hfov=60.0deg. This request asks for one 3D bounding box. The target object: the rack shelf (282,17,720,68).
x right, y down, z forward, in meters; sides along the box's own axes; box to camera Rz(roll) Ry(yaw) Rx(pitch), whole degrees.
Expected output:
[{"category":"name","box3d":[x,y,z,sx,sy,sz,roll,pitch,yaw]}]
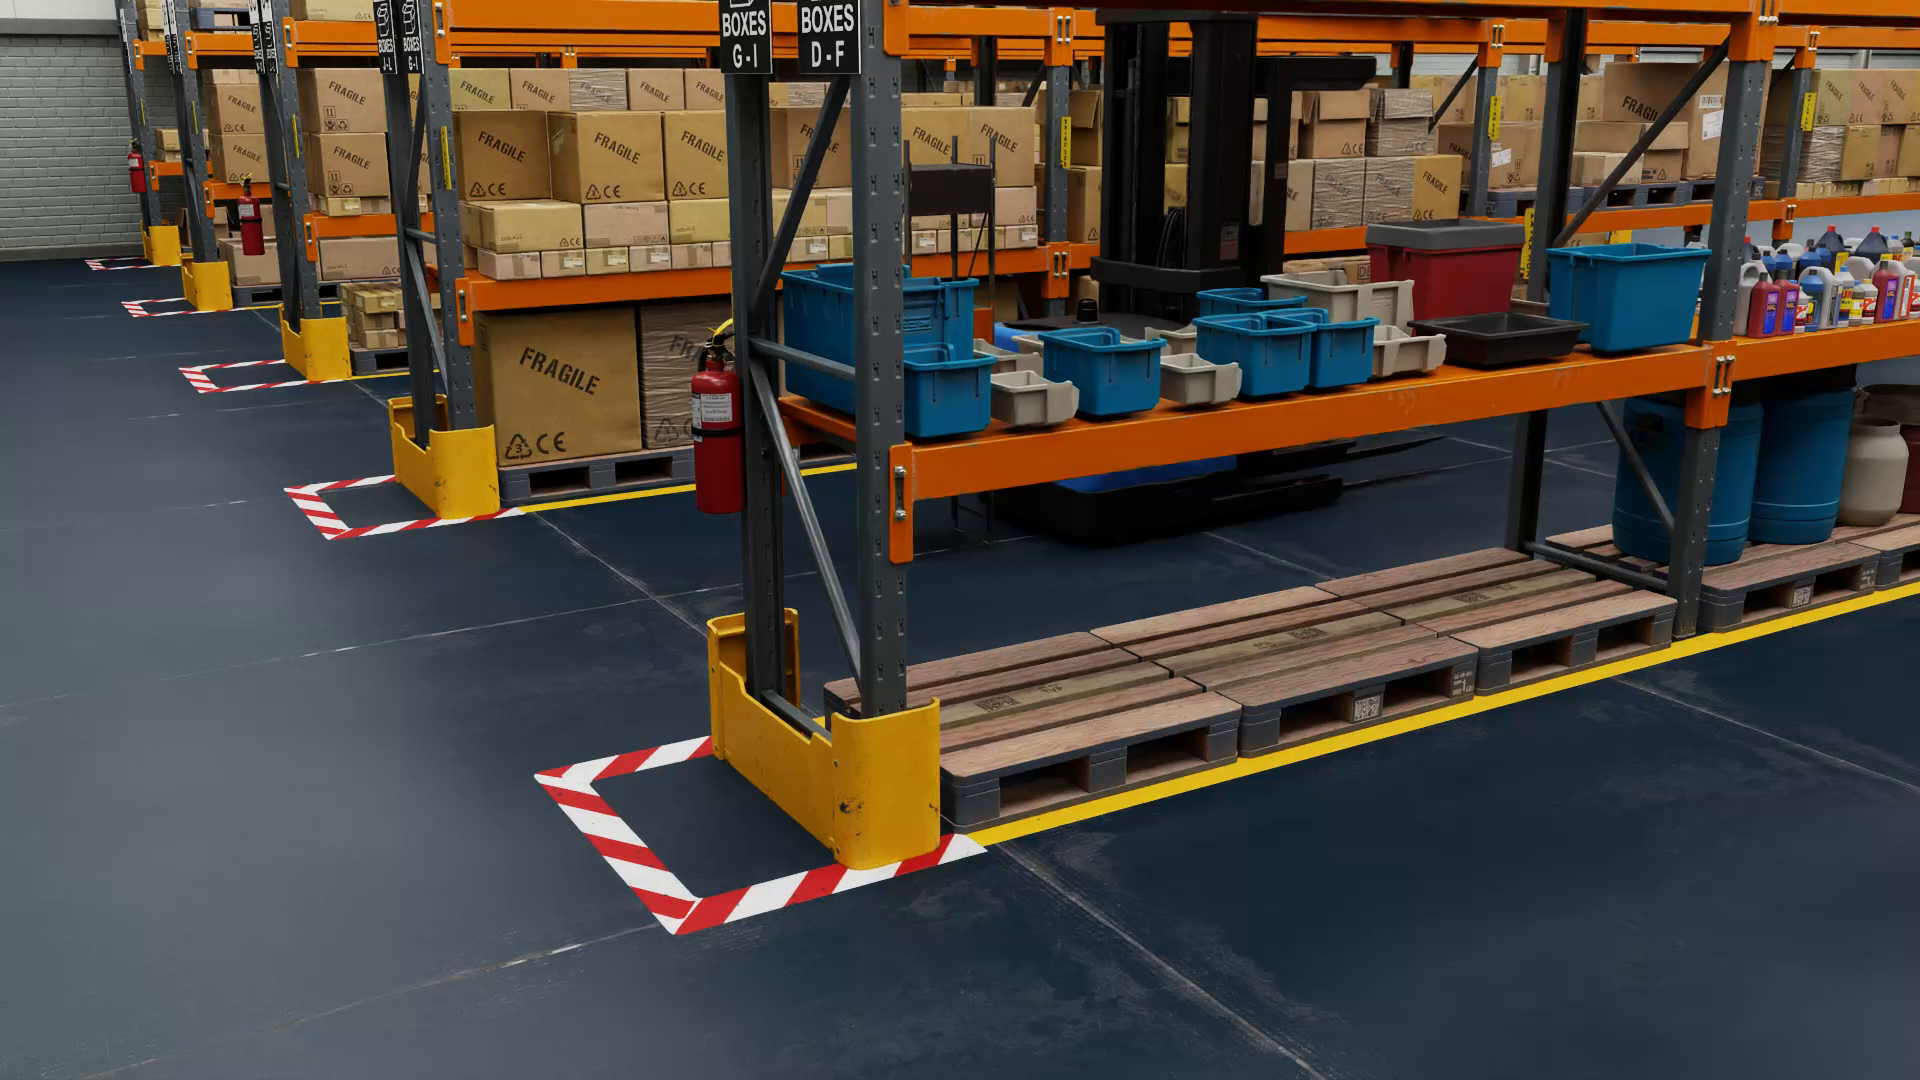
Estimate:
[{"category":"rack shelf","box3d":[-3.779,-4.250,14.291,4.000,0.370,1.077,-9,18,-30]}]

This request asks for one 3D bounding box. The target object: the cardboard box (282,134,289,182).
[{"category":"cardboard box","box3d":[-7.150,-4.131,17.904,0.500,0.500,0.500,-10,18,-31]}]

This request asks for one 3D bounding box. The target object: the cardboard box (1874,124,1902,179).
[{"category":"cardboard box","box3d":[8.502,-3.775,16.082,0.500,0.500,0.875,-9,18,-30]}]

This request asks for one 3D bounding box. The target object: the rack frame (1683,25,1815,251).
[{"category":"rack frame","box3d":[7.261,-3.381,15.414,0.127,3.000,1.000,-9,18,-30]}]

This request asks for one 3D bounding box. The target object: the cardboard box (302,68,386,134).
[{"category":"cardboard box","box3d":[-4.972,-3.548,13.422,0.500,0.500,0.500,-9,18,-30]}]

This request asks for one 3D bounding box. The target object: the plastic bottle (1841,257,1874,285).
[{"category":"plastic bottle","box3d":[4.262,-1.203,7.875,0.135,0.276,0.152,-9,18,-30]}]

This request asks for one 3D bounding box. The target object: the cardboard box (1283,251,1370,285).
[{"category":"cardboard box","box3d":[2.462,-1.791,12.899,0.875,0.875,1.225,-9,18,-30]}]

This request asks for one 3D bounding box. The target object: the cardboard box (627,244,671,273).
[{"category":"cardboard box","box3d":[-1.890,-1.673,9.786,0.250,0.149,0.380,-10,18,-31]}]

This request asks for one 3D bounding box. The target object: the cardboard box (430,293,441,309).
[{"category":"cardboard box","box3d":[-4.413,-2.056,14.089,0.250,0.149,0.380,-9,18,-30]}]

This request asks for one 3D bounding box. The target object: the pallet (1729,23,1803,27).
[{"category":"pallet","box3d":[6.677,-4.674,14.816,1.003,0.211,1.213,-9,18,-30]}]

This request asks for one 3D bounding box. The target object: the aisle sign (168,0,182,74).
[{"category":"aisle sign","box3d":[-8.041,-5.180,17.016,0.004,0.787,0.394,-9,18,-30]}]

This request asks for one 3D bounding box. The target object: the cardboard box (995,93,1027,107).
[{"category":"cardboard box","box3d":[0.561,-5.737,22.306,0.500,0.500,0.500,-10,19,-32]}]

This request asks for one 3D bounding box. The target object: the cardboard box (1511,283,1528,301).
[{"category":"cardboard box","box3d":[4.396,-1.931,14.057,0.500,0.500,0.700,-10,19,-33]}]

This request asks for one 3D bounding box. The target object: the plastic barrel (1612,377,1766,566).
[{"category":"plastic barrel","box3d":[3.429,-0.386,7.841,0.708,0.901,0.600,-9,18,-30]}]

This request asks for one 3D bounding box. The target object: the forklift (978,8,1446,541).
[{"category":"forklift","box3d":[1.607,-1.692,9.515,3.031,2.935,1.130,-11,19,-33]}]

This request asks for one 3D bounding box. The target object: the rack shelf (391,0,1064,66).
[{"category":"rack shelf","box3d":[-1.311,-3.089,10.147,4.000,0.370,1.077,-9,18,-30]}]

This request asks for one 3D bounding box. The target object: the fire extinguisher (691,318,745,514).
[{"category":"fire extinguisher","box3d":[-0.838,-0.434,5.736,0.183,0.674,0.296,-9,18,-30]}]

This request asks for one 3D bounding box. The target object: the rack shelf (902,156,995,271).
[{"category":"rack shelf","box3d":[-0.142,-1.649,8.359,0.480,0.518,0.431,-9,18,-30]}]

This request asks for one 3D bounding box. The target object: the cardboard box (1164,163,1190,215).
[{"category":"cardboard box","box3d":[1.357,-2.393,11.705,0.500,0.500,0.500,-9,18,-30]}]

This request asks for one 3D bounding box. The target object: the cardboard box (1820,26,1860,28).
[{"category":"cardboard box","box3d":[7.778,-4.756,15.041,0.500,0.250,0.500,-10,19,-32]}]

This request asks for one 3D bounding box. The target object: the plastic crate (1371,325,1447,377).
[{"category":"plastic crate","box3d":[1.616,-0.713,6.274,0.466,0.136,0.293,-9,18,-30]}]

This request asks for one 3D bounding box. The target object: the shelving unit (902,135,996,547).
[{"category":"shelving unit","box3d":[-0.142,-0.988,8.544,0.503,2.100,0.431,-9,18,-30]}]

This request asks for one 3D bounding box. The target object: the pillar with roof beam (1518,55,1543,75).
[{"category":"pillar with roof beam","box3d":[14.469,-11.050,31.658,0.400,9.000,9.100,-9,18,-30]}]

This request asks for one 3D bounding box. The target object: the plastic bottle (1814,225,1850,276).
[{"category":"plastic bottle","box3d":[4.518,-1.456,8.637,0.185,0.351,0.144,-9,18,-30]}]

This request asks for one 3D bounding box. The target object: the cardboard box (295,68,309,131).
[{"category":"cardboard box","box3d":[-5.229,-3.668,13.850,0.500,0.500,0.500,-10,18,-31]}]

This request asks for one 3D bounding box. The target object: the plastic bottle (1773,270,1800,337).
[{"category":"plastic bottle","box3d":[3.603,-1.038,7.270,0.133,0.283,0.061,-9,18,-30]}]

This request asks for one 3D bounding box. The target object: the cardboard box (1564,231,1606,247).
[{"category":"cardboard box","box3d":[7.675,-4.168,21.380,0.875,0.875,0.875,-9,18,-29]}]

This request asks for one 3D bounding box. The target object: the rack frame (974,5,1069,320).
[{"category":"rack frame","box3d":[0.403,-2.269,11.446,0.127,3.000,1.000,-9,18,-30]}]

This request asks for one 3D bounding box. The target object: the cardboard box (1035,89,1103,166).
[{"category":"cardboard box","box3d":[0.947,-2.891,11.621,0.637,0.503,0.797,-10,18,-31]}]

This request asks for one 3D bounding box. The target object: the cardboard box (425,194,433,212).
[{"category":"cardboard box","box3d":[-4.440,-2.860,14.022,0.250,0.149,0.380,-8,18,-27]}]

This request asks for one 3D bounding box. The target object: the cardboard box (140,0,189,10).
[{"category":"cardboard box","box3d":[-10.179,-6.913,21.258,0.500,0.250,0.500,-9,18,-30]}]

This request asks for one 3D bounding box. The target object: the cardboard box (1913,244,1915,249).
[{"category":"cardboard box","box3d":[9.651,-2.762,17.057,0.500,0.500,0.500,-4,16,-15]}]

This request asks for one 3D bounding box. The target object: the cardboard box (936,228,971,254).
[{"category":"cardboard box","box3d":[-0.130,-1.958,10.804,0.250,0.149,0.380,-10,18,-31]}]

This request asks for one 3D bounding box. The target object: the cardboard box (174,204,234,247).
[{"category":"cardboard box","box3d":[-10.115,-4.217,22.243,0.637,0.503,0.797,-10,19,-32]}]

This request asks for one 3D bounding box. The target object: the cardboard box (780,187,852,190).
[{"category":"cardboard box","box3d":[-1.004,-2.194,10.906,0.500,0.250,0.500,-9,18,-28]}]

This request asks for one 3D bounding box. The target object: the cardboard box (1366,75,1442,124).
[{"category":"cardboard box","box3d":[5.127,-5.178,19.546,0.550,0.550,0.875,-9,18,-30]}]

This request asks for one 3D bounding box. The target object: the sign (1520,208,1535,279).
[{"category":"sign","box3d":[2.672,-1.384,7.776,0.005,0.325,0.100,-9,18,-30]}]

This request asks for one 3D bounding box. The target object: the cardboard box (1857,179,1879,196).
[{"category":"cardboard box","box3d":[8.466,-3.355,15.788,0.250,0.149,0.380,-9,18,-30]}]

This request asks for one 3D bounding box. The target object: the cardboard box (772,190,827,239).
[{"category":"cardboard box","box3d":[-1.156,-2.005,10.231,0.500,0.250,0.500,-10,18,-31]}]

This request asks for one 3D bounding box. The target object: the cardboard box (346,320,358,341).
[{"category":"cardboard box","box3d":[-5.149,-1.825,14.368,0.250,0.149,0.380,-9,18,-29]}]

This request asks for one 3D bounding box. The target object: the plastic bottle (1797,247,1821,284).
[{"category":"plastic bottle","box3d":[4.265,-1.336,8.357,0.097,0.271,0.097,0,16,0]}]

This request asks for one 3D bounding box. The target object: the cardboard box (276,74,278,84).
[{"category":"cardboard box","box3d":[-7.212,-4.895,17.577,0.250,0.149,0.380,-9,18,-28]}]

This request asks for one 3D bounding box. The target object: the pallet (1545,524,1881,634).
[{"category":"pallet","box3d":[3.637,0.122,8.083,1.213,0.211,1.003,-9,18,-30]}]

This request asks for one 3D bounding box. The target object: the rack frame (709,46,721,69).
[{"category":"rack frame","box3d":[-2.064,-3.430,15.590,0.127,3.000,1.000,-9,18,-30]}]

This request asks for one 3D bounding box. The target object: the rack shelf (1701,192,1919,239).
[{"category":"rack shelf","box3d":[8.975,-3.313,16.502,4.000,0.370,1.077,-9,18,-30]}]

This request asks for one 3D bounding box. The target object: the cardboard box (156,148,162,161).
[{"category":"cardboard box","box3d":[-10.543,-5.141,22.157,0.250,0.149,0.380,-9,18,-30]}]

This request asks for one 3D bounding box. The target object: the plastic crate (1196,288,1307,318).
[{"category":"plastic crate","box3d":[1.154,-0.860,6.619,0.300,0.233,0.416,-9,18,-30]}]

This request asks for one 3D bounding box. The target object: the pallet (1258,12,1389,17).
[{"category":"pallet","box3d":[2.350,-3.920,12.131,1.213,0.211,1.003,-8,18,-27]}]

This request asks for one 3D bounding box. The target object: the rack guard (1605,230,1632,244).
[{"category":"rack guard","box3d":[8.242,-3.898,21.890,0.348,0.500,1.175,-9,18,-30]}]

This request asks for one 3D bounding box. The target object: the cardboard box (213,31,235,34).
[{"category":"cardboard box","box3d":[-9.589,-6.553,21.636,0.250,0.149,0.380,-9,18,-29]}]

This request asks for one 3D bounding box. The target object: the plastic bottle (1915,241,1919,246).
[{"category":"plastic bottle","box3d":[5.311,-1.565,9.152,0.133,0.283,0.061,-9,18,-30]}]

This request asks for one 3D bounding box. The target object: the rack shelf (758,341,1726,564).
[{"category":"rack shelf","box3d":[1.240,-0.499,6.464,4.000,0.370,1.077,-9,18,-30]}]
